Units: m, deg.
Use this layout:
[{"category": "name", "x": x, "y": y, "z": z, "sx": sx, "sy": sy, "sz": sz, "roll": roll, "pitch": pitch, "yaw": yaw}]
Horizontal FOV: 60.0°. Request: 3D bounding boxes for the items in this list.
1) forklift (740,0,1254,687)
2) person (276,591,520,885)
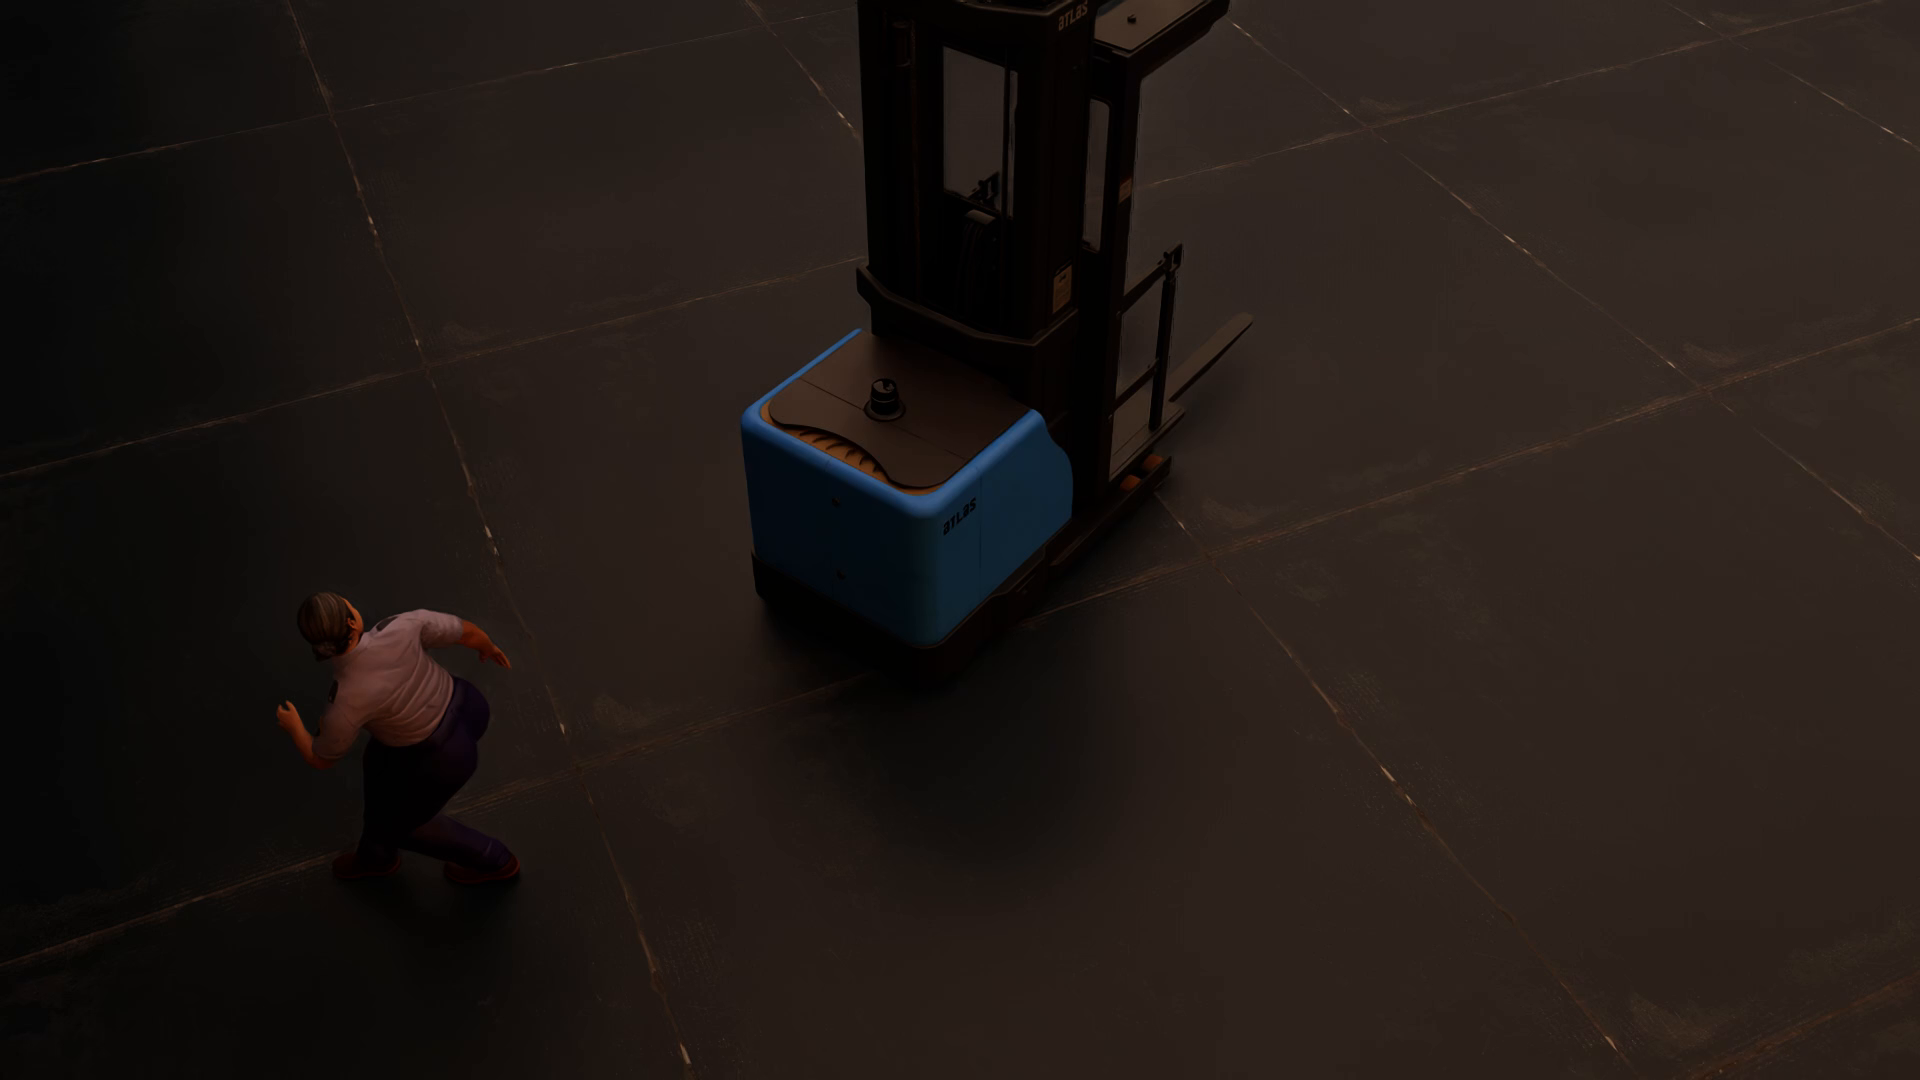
[{"category": "forklift", "x": 0.369, "y": -1.403, "z": 7.184, "sx": 1.130, "sy": 2.935, "sz": 3.031, "roll": 27, "pitch": 50, "yaw": 26}, {"category": "person", "x": -2.066, "y": 0.665, "z": 6.035, "sx": 0.747, "sy": 1.493, "sz": 0.714, "roll": 6, "pitch": 43, "yaw": 6}]
